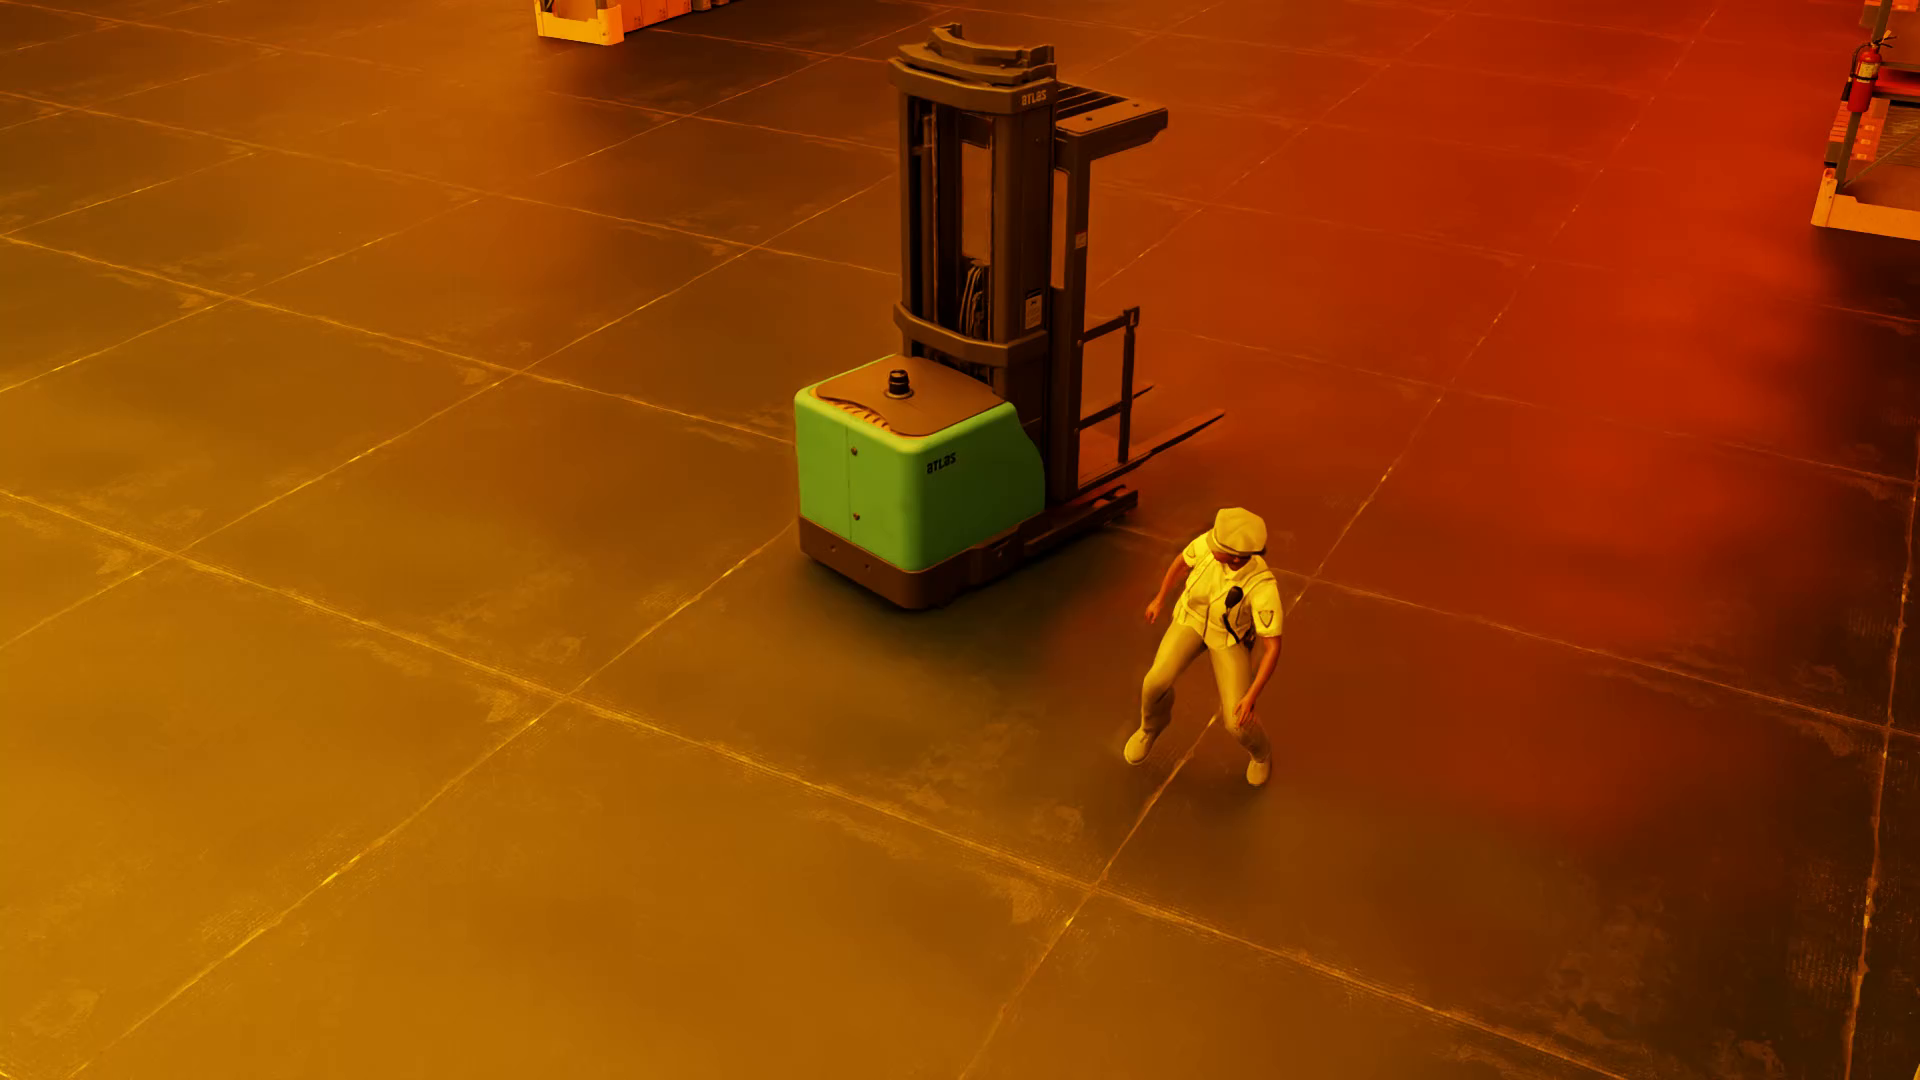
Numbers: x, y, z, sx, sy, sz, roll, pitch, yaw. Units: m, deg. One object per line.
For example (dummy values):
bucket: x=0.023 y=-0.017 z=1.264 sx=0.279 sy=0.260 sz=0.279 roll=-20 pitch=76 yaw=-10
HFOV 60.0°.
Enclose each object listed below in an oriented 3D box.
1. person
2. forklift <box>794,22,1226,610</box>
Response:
person: x=1.154 y=0.485 z=7.771 sx=0.722 sy=1.454 sz=0.651 roll=13 pitch=33 yaw=22
forklift: x=0.455 y=-1.517 z=9.700 sx=3.031 sy=2.935 sz=1.130 roll=-26 pitch=39 yaw=-38
